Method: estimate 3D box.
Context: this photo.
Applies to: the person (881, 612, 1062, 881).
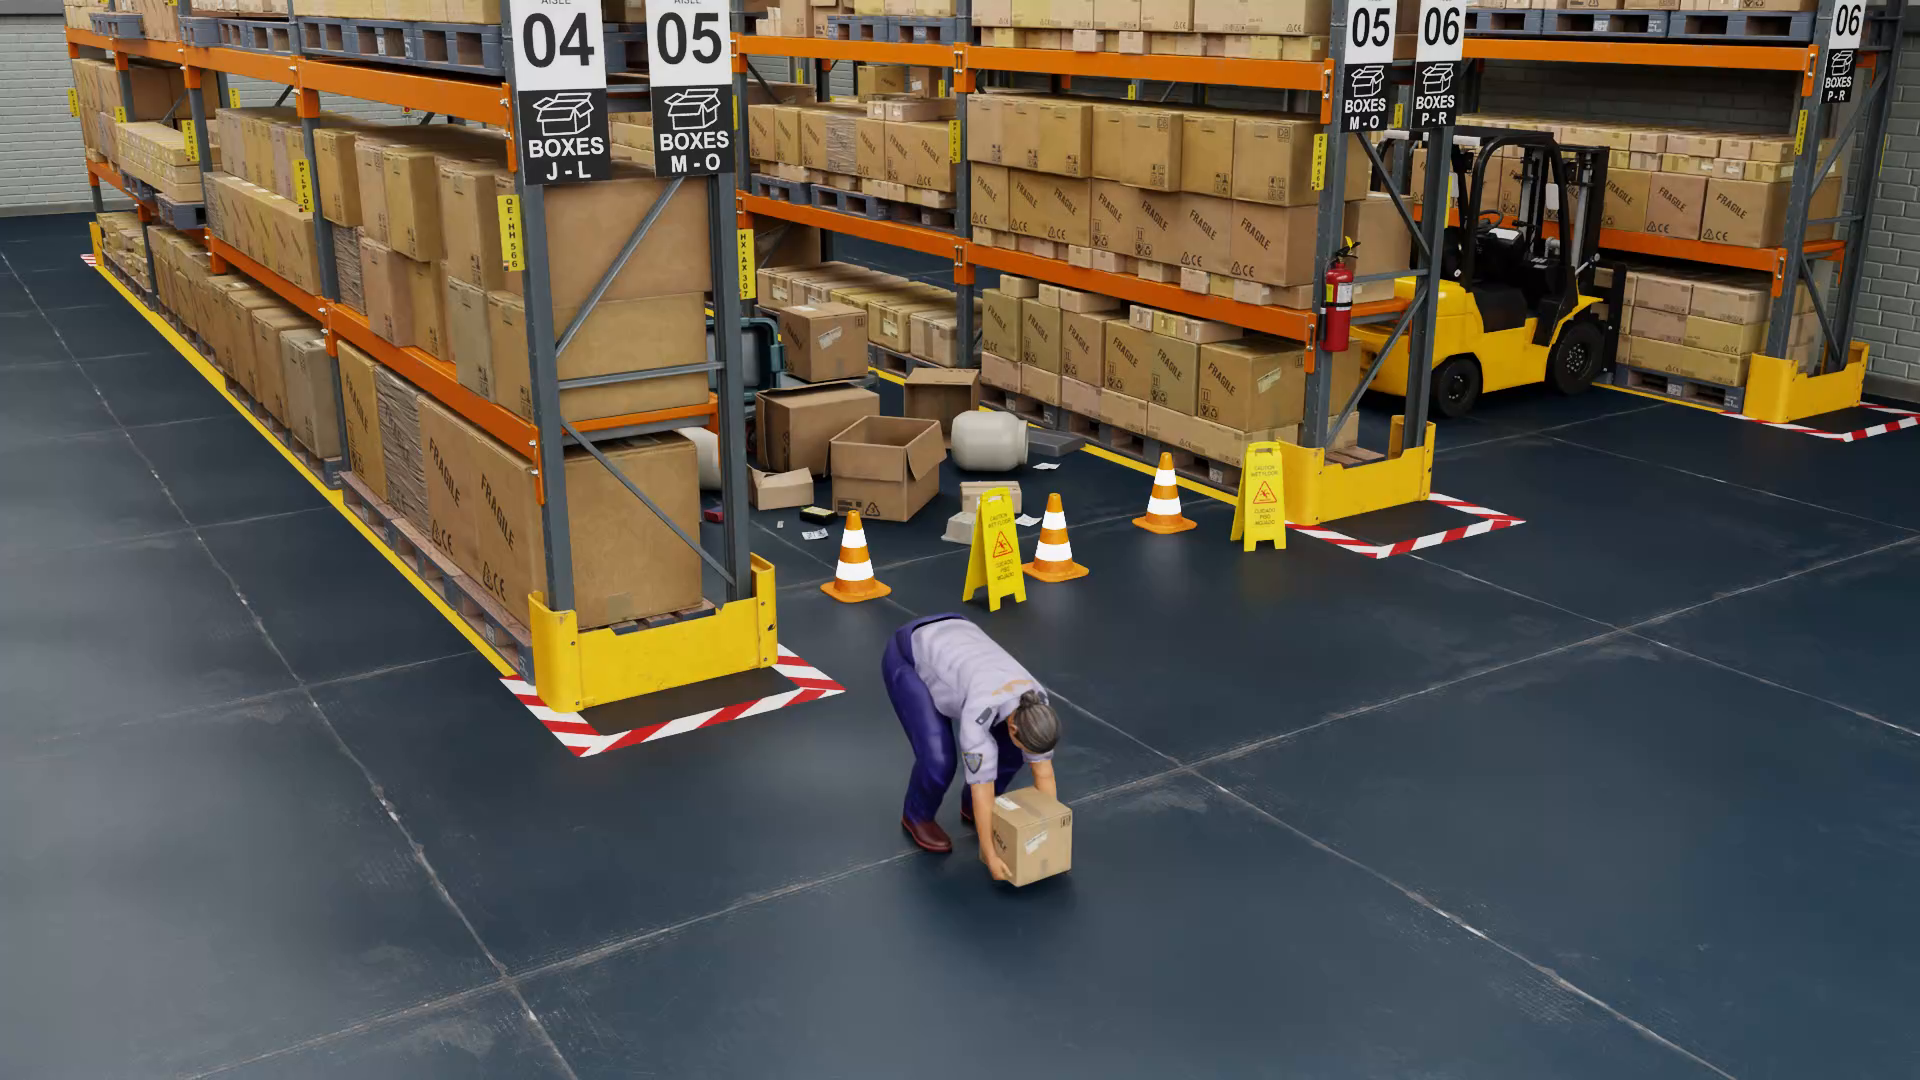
[{"bbox_3d":[0.070,0.787,6.417,0.502,0.881,0.898,-13,22,-34],"label":"person"}]
